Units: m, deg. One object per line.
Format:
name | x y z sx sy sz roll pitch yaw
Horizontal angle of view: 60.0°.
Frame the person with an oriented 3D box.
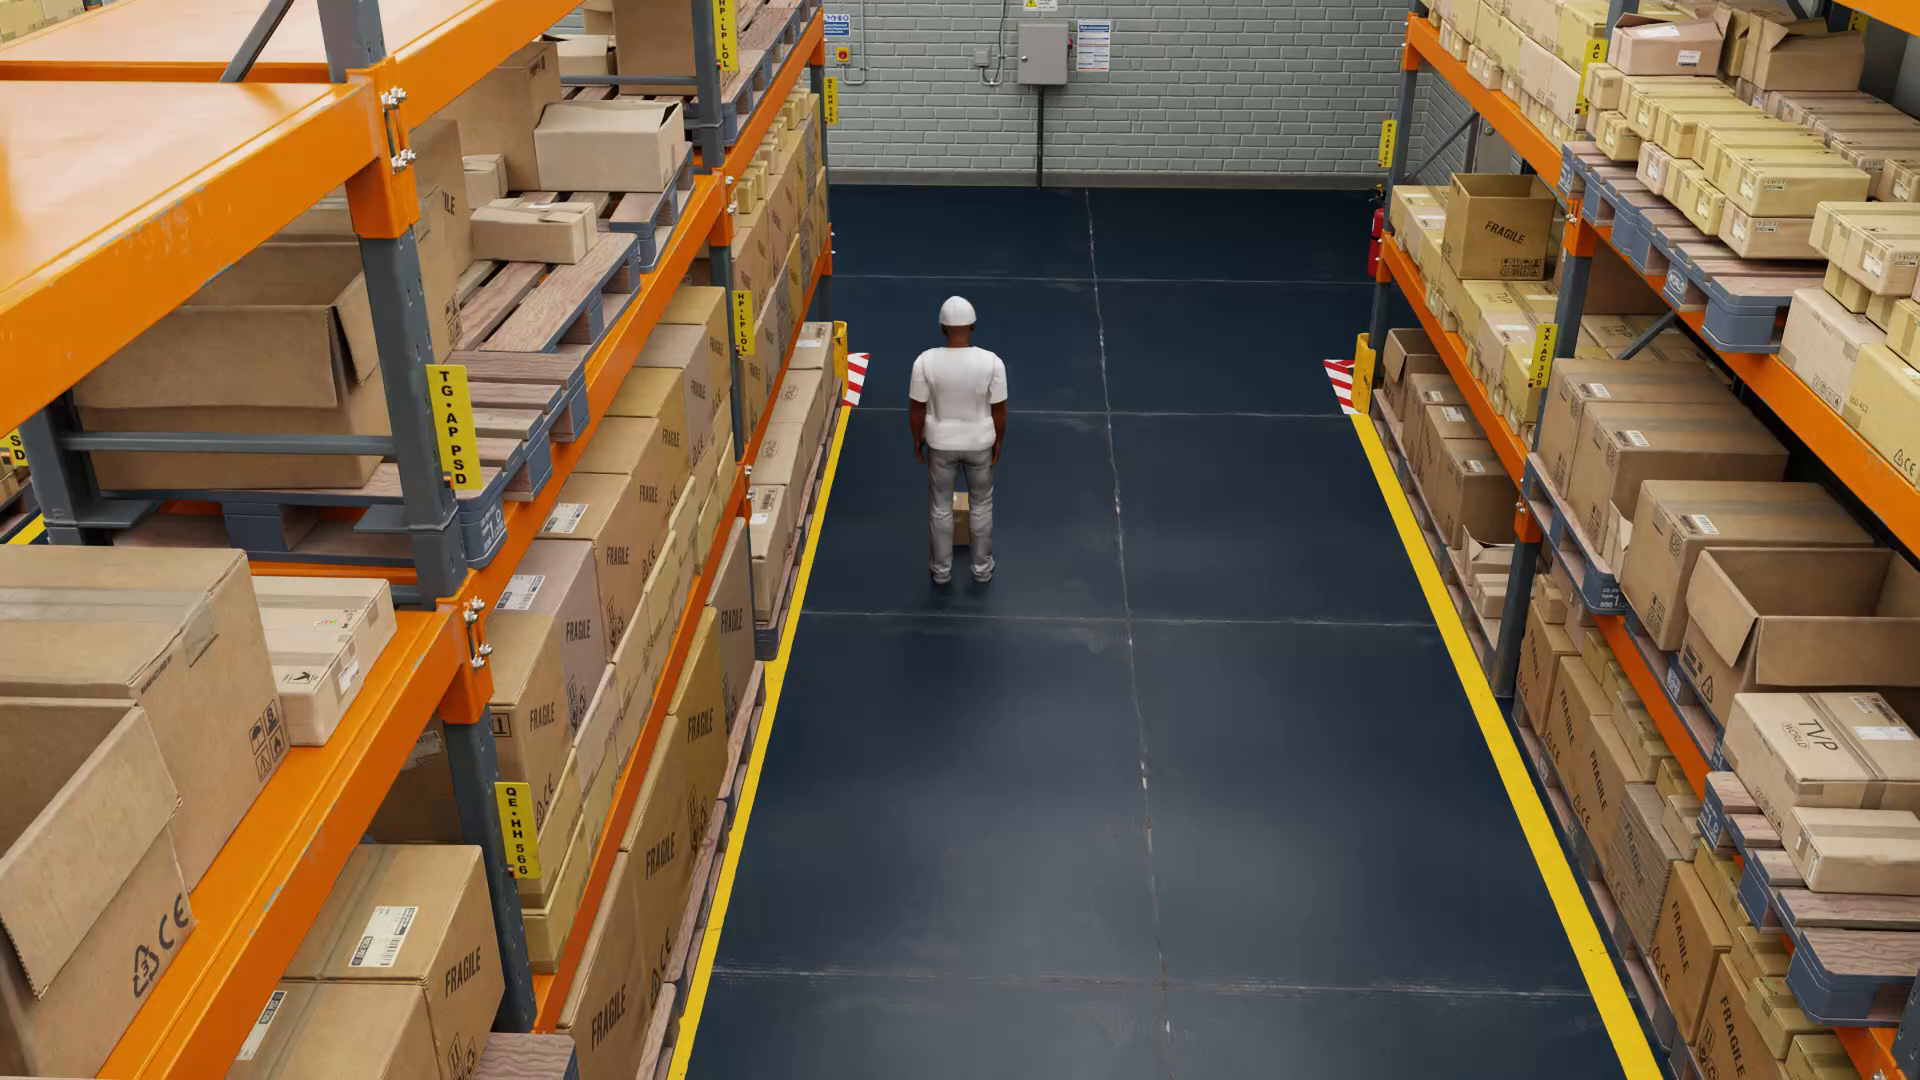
person | -0.011 -0.576 9.691 0.565 1.762 0.364 1 28 2
